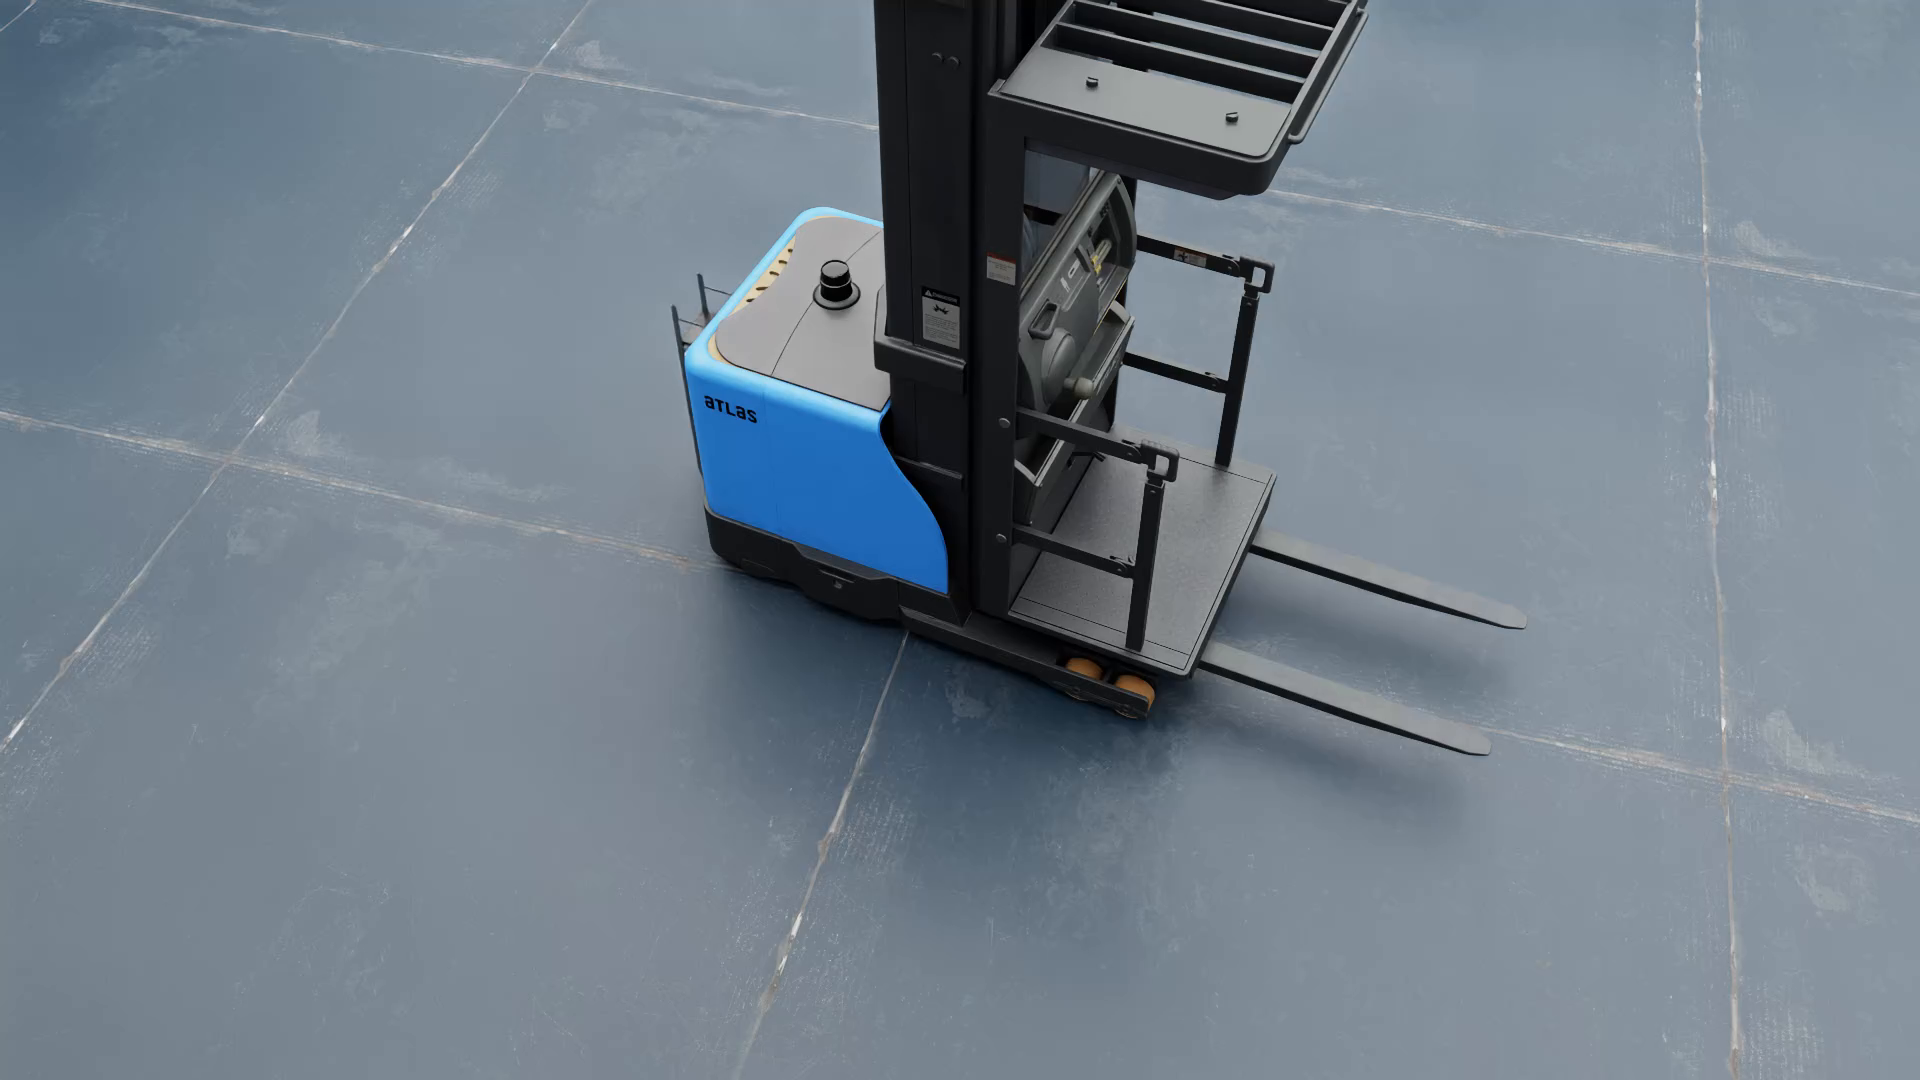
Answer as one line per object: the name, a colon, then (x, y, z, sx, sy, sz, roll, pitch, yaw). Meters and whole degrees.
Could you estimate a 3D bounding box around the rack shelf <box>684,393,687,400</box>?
rack shelf: (-0.936, -0.598, 6.641, 0.258, 0.077, 0.200, 18, 51, 15)

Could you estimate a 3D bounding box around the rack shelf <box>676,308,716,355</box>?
rack shelf: (-0.936, -0.777, 6.439, 0.258, 0.077, 0.200, 18, 51, 15)

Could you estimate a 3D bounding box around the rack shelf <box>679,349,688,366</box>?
rack shelf: (-0.936, -0.717, 6.506, 0.258, 0.077, 0.200, 18, 51, 15)

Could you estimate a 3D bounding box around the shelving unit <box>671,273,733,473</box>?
shelving unit: (-0.936, -0.620, 6.616, 0.258, 0.900, 0.210, 18, 51, 15)

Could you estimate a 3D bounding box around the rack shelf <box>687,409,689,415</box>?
rack shelf: (-0.936, -0.539, 6.709, 0.258, 0.077, 0.200, 18, 51, 15)

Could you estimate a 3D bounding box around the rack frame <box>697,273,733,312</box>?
rack frame: (-0.896, -0.691, 6.678, 0.240, 0.900, 0.006, 18, 51, 15)

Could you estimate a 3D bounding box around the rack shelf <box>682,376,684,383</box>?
rack shelf: (-0.936, -0.658, 6.574, 0.258, 0.077, 0.200, 18, 51, 15)

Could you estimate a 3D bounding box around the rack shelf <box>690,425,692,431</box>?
rack shelf: (-0.936, -0.479, 6.776, 0.258, 0.077, 0.200, 18, 51, 15)

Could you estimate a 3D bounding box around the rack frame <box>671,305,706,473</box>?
rack frame: (-0.976, -0.550, 6.554, 0.240, 0.900, 0.006, 18, 51, 15)

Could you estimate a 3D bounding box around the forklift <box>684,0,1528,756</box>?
forklift: (0.575, -0.776, 5.399, 3.031, 2.935, 1.130, 19, 51, 16)
